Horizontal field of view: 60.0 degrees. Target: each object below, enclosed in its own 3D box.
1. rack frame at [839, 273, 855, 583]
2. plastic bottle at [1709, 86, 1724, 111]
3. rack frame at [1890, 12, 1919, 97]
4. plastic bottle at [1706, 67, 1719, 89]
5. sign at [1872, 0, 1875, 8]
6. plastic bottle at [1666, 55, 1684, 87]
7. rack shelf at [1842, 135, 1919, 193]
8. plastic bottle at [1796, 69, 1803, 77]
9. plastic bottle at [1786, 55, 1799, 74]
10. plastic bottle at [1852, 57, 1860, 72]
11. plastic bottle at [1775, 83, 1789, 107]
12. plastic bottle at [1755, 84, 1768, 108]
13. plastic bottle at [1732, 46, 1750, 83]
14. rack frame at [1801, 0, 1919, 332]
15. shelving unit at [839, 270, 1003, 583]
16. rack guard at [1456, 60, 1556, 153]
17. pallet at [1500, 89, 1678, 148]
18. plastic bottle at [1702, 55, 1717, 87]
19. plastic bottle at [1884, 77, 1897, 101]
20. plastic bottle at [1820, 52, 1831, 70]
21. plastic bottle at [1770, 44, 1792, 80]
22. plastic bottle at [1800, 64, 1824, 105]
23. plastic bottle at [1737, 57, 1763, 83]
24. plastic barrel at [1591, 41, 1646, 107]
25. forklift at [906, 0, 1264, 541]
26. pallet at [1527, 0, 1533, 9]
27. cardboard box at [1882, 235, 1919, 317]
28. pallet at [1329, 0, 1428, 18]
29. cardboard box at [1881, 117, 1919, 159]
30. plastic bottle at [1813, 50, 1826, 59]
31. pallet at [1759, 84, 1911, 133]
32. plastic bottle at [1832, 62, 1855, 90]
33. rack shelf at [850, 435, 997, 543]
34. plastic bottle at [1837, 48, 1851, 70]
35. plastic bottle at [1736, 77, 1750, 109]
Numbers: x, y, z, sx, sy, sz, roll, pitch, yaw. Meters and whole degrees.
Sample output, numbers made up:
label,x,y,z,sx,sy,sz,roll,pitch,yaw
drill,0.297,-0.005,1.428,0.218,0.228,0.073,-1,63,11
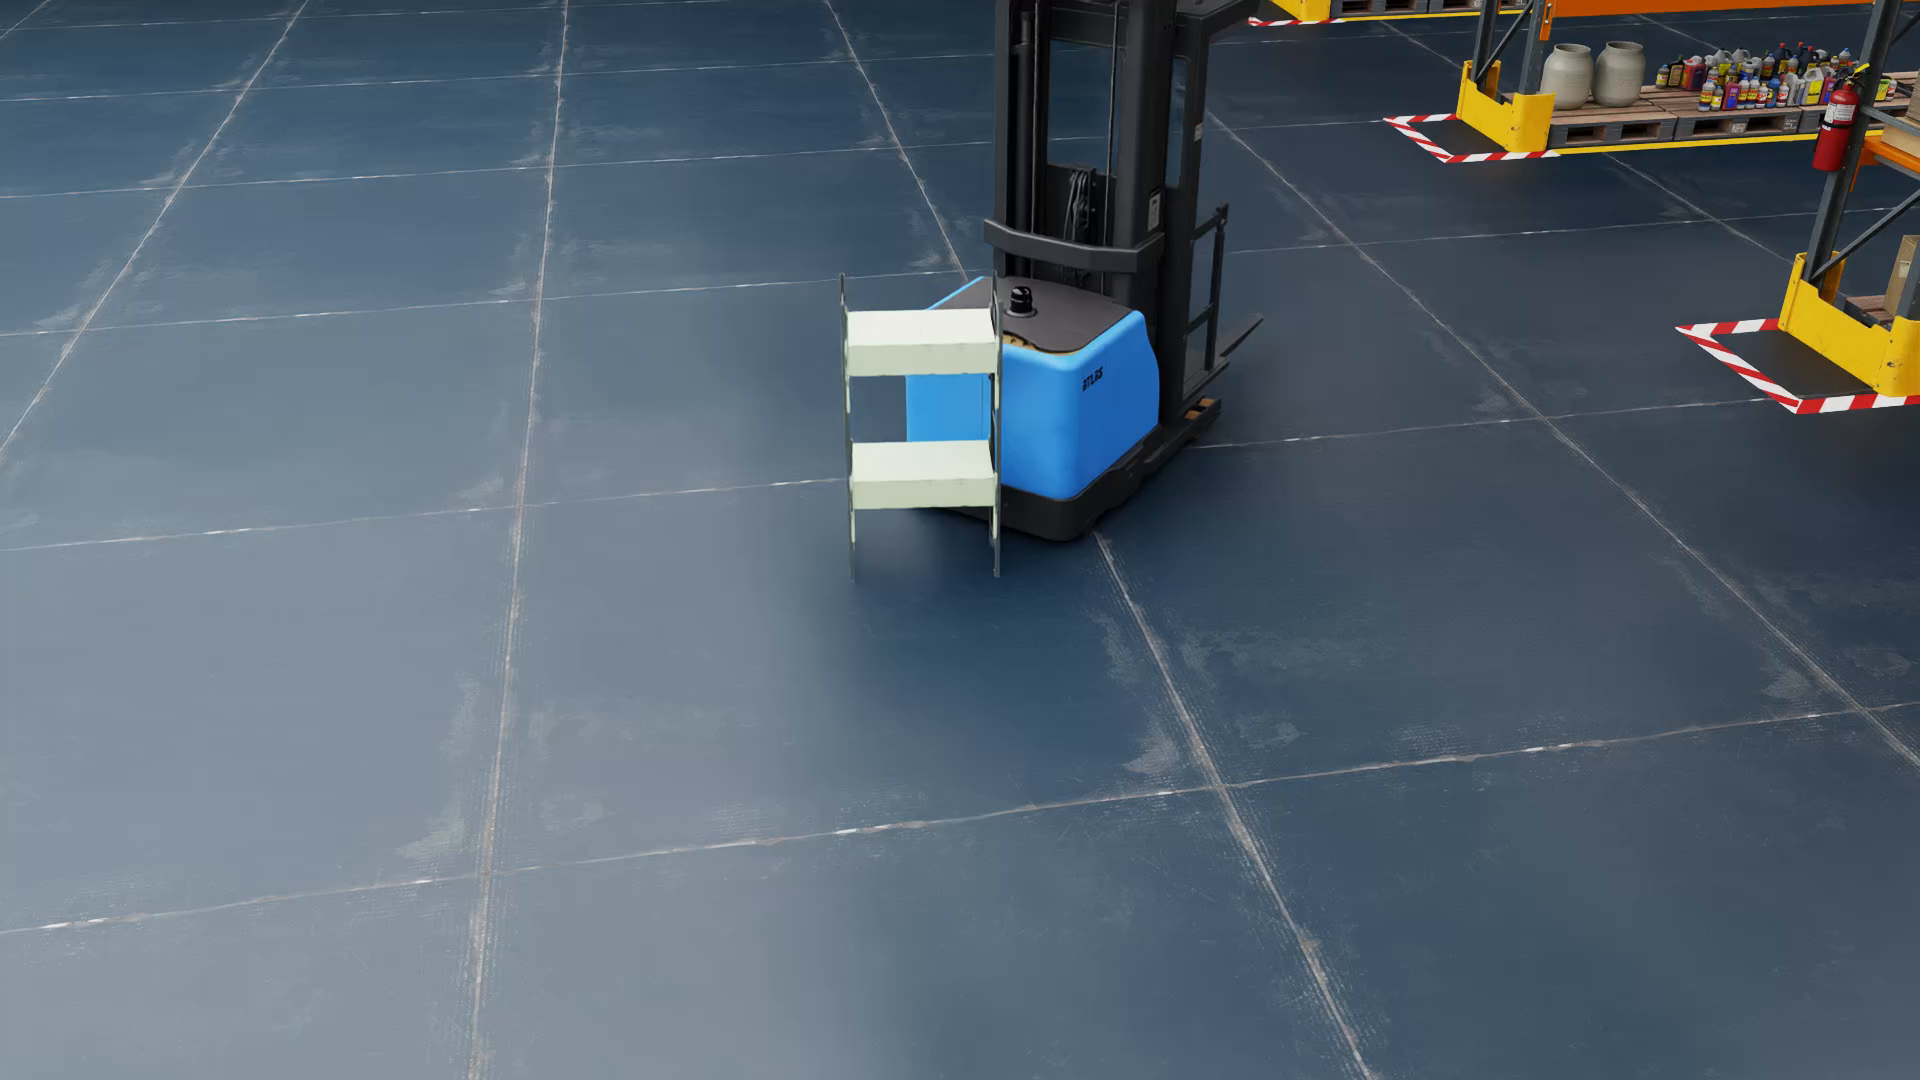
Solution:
label,x,y,z,sx,sy,sz,roll,pitch,yaw
rack frame,-0.554,-0.530,8.172,0.023,1.500,0.400,-2,30,-3
plastic bottle,6.741,-3.939,14.817,0.097,0.201,0.097,0,30,0
rack frame,8.734,-5.302,14.807,0.127,3.000,1.000,-5,31,-9
plastic bottle,6.957,-4.267,15.375,0.097,0.201,0.097,0,30,0
sign,5.611,-3.381,10.086,0.005,0.325,0.100,-5,31,-9
plastic bottle,6.639,-4.361,15.453,0.133,0.283,0.061,-5,31,-8
rack shelf,7.659,-2.339,10.479,4.000,0.370,1.077,-5,31,-9
plastic bottle,7.602,-4.119,15.042,0.133,0.283,0.061,-5,31,-9
plastic bottle,7.744,-4.375,15.488,0.097,0.271,0.097,0,30,0
plastic bottle,8.126,-4.219,15.145,0.185,0.351,0.144,-5,31,-9
plastic bottle,7.374,-3.998,14.917,0.097,0.201,0.097,0,30,0
plastic bottle,7.172,-3.979,14.885,0.097,0.201,0.097,0,30,0
plastic bottle,7.261,-4.426,15.498,0.185,0.351,0.144,-6,31,-9
rack frame,5.691,-2.467,9.986,0.127,3.000,1.000,-5,31,-9
shelving unit,-0.189,-0.541,8.191,0.755,1.500,0.431,-2,30,-3
rack guard,4.866,-3.889,14.871,0.348,0.500,1.175,-5,31,-9
pallet,5.666,-3.836,15.066,1.213,0.211,1.003,-5,31,-9
plastic bottle,6.916,-4.360,15.459,0.135,0.276,0.152,-6,31,-10
plastic bottle,8.433,-4.096,15.084,0.097,0.201,0.097,0,30,0
plastic bottle,8.048,-4.414,15.542,0.133,0.283,0.061,-5,31,-9
plastic bottle,7.679,-4.465,15.564,0.185,0.351,0.144,-7,31,-11
plastic bottle,7.646,-4.100,14.942,0.185,0.351,0.144,-5,31,-9
plastic bottle,7.313,-4.323,15.395,0.135,0.276,0.152,-5,31,-9
plastic barrel,5.926,-4.189,14.955,0.421,0.512,0.421,0,30,0
forklift,0.898,-1.969,9.206,1.130,2.935,3.031,17,35,27
pallet,7.056,-6.518,19.626,1.213,0.211,1.003,-5,31,-9
cardboard box,6.309,-1.619,10.596,0.500,0.500,0.500,0,30,0
pallet,4.655,-6.295,19.247,1.213,0.211,1.003,-5,31,-9
cardboard box,5.935,-2.488,10.269,0.250,0.149,0.380,-5,31,-9
plastic bottle,8.028,-4.463,15.634,0.135,0.276,0.152,-4,31,-7
pallet,8.066,-4.059,15.445,1.213,0.211,1.003,-5,31,-9
plastic bottle,7.964,-4.129,14.993,0.185,0.351,0.144,-7,31,-11
rack shelf,-0.189,-0.260,8.356,0.720,0.370,0.431,-2,30,-3
plastic bottle,8.341,-4.505,15.709,0.097,0.271,0.097,0,30,0
plastic bottle,6.976,-3.991,14.836,0.097,0.271,0.097,0,30,0
